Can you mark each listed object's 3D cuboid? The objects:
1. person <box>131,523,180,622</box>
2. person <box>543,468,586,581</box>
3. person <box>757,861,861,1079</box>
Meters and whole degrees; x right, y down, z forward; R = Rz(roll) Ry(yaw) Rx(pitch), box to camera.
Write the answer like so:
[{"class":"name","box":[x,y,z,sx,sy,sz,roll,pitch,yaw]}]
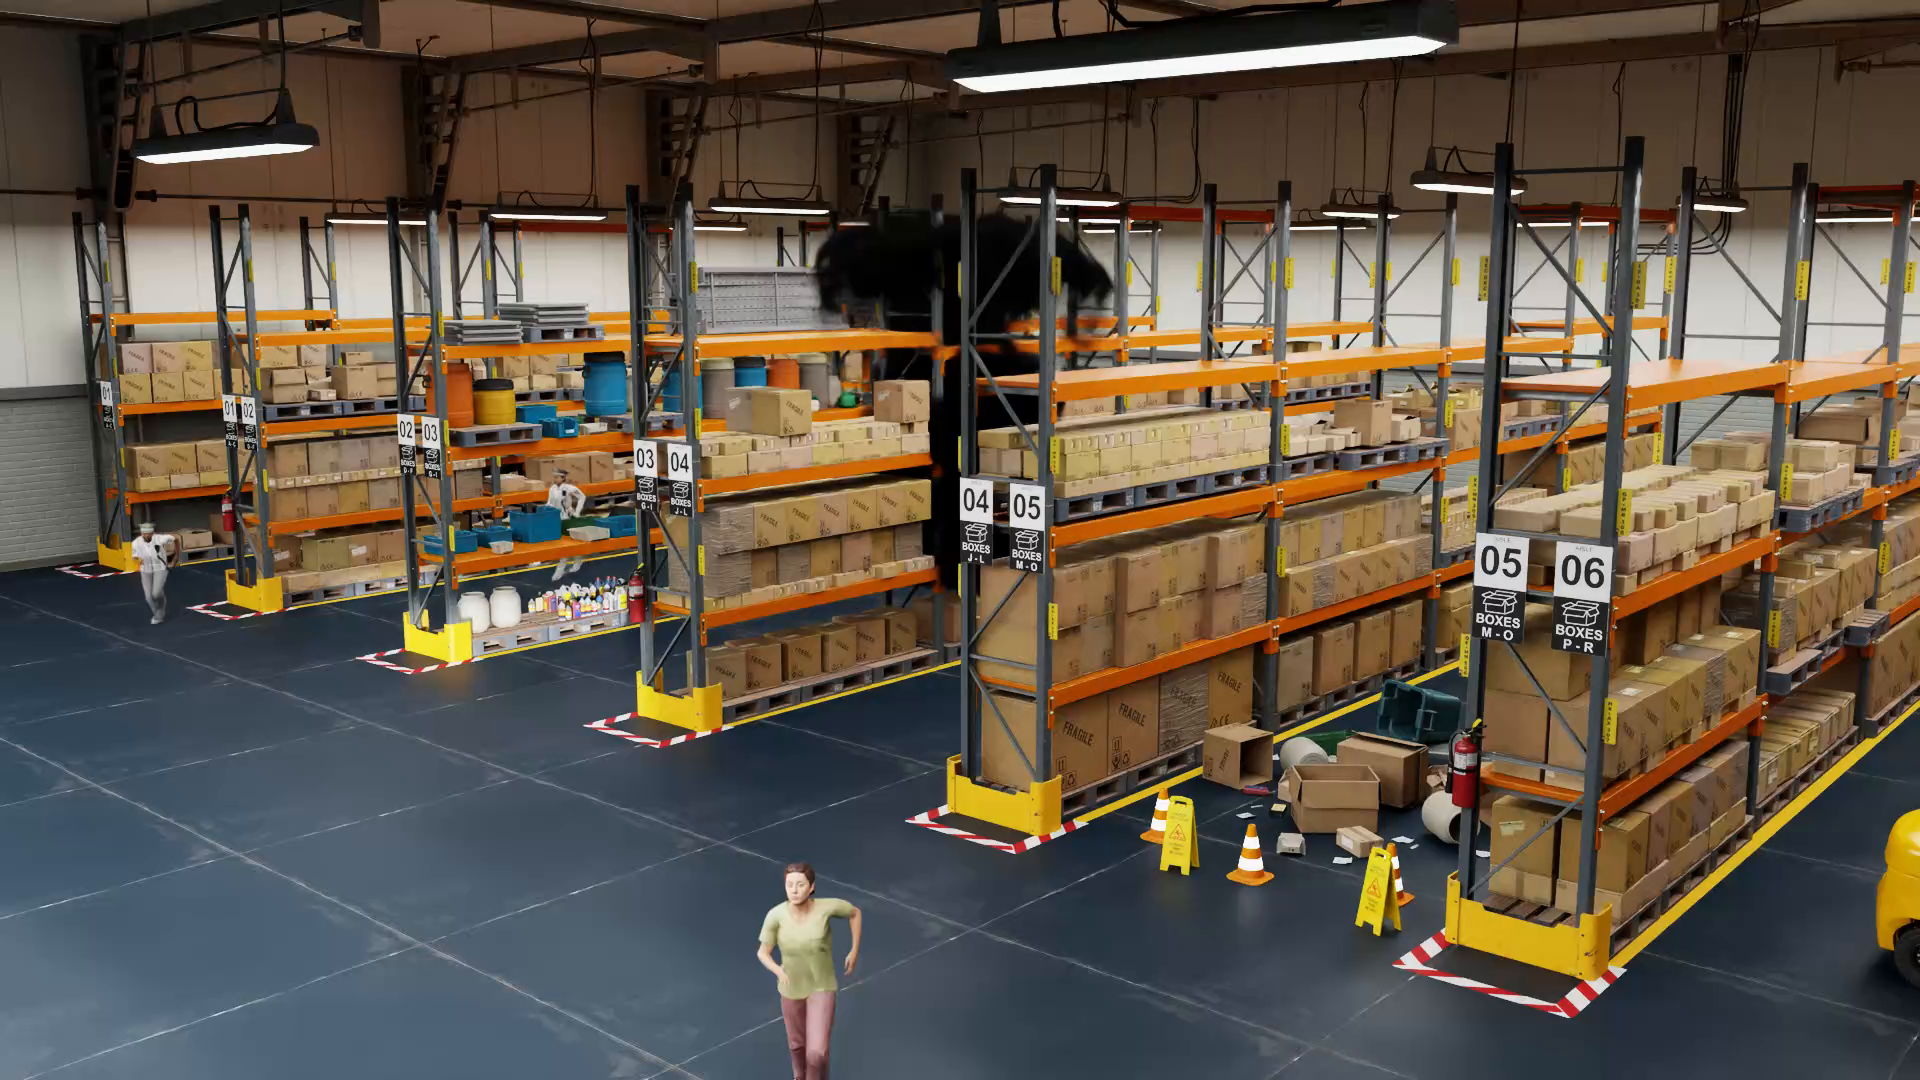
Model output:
[{"class":"person","box":[-11.488,0.469,23.798,0.598,1.525,0.880,-2,10,-15]},{"class":"person","box":[-6.203,-0.282,26.055,0.562,1.735,0.809,6,11,32]},{"class":"person","box":[-0.904,2.705,9.990,0.585,1.636,0.817,1,10,5]}]
